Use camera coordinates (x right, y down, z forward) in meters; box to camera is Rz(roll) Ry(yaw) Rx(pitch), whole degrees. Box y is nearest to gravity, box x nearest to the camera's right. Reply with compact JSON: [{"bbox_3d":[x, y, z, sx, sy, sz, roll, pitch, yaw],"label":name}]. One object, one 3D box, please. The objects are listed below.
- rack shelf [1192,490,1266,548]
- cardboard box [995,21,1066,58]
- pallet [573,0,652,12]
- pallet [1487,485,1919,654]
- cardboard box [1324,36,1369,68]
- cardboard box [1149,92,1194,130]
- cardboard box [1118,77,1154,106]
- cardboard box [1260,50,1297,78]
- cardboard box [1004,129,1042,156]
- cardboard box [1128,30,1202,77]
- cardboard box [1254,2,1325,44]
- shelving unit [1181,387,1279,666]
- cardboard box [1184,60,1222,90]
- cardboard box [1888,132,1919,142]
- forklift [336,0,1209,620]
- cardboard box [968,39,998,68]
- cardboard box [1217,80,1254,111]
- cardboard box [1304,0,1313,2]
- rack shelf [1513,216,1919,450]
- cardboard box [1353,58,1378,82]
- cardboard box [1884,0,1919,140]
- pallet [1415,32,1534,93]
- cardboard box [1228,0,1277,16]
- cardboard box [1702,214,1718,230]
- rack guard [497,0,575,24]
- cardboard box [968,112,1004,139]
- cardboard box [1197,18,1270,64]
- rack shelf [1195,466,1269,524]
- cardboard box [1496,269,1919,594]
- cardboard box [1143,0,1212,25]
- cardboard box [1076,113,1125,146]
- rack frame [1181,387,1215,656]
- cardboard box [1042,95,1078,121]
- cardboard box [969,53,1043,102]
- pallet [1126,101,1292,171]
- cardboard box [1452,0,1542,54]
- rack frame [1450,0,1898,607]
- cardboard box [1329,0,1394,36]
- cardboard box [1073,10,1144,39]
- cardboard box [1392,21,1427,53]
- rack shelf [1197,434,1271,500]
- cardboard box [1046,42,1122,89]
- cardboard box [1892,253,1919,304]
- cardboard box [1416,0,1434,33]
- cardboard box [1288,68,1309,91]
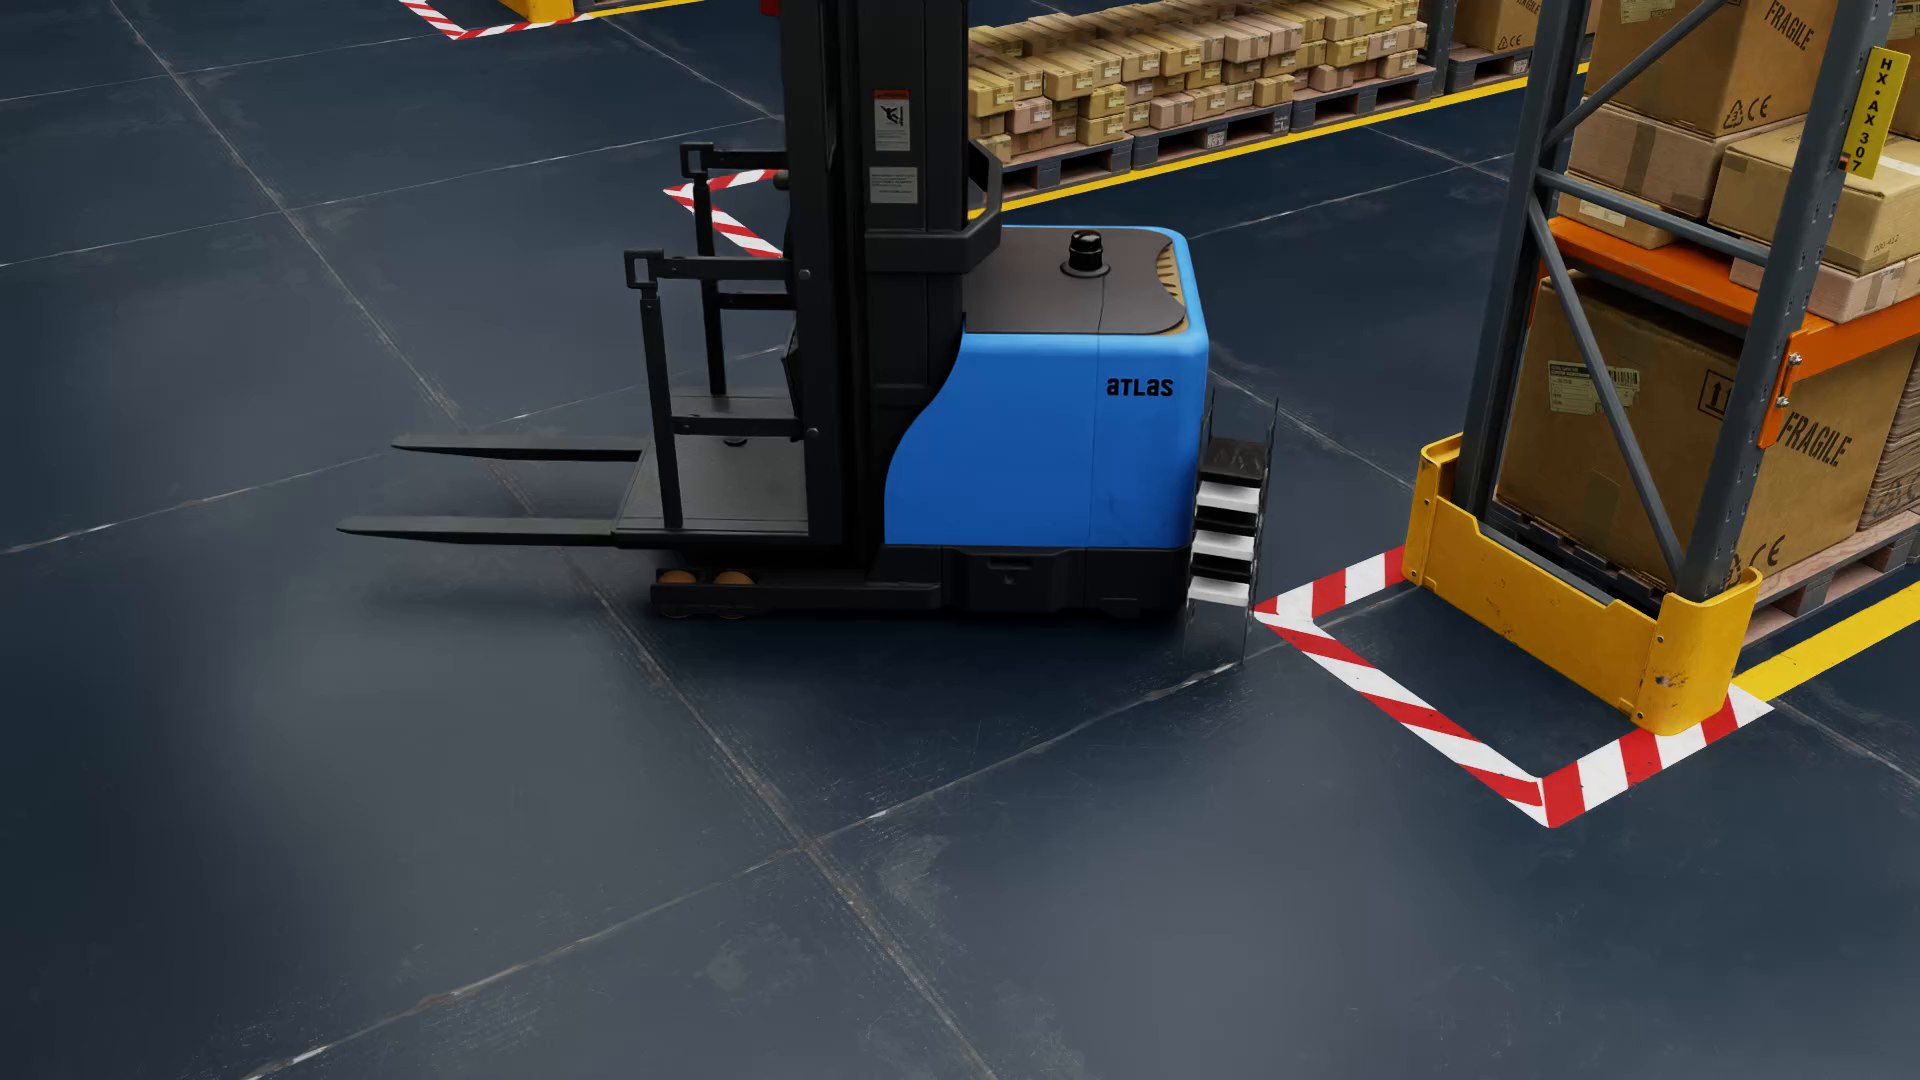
[{"bbox_3d":[0.882,-0.084,5.433,0.200,0.077,0.258,9,33,14],"label":"rack shelf"},{"bbox_3d":[0.413,-2.921,9.790,0.250,0.149,0.380,-21,38,-29],"label":"cardboard box"},{"bbox_3d":[-2.675,-4.483,13.159,1.213,0.211,1.003,-19,37,-27],"label":"pallet"},{"bbox_3d":[2.694,-0.039,6.114,1.213,0.211,1.003,-19,37,-27],"label":"pallet"},{"bbox_3d":[2.295,-3.057,10.284,0.250,0.149,0.380,-20,38,-29],"label":"cardboard box"},{"bbox_3d":[1.150,-2.547,9.754,0.250,0.149,0.380,-21,38,-30],"label":"cardboard box"},{"bbox_3d":[0.906,-2.649,9.637,0.250,0.149,0.380,-21,38,-29],"label":"cardboard box"},{"bbox_3d":[1.828,-2.946,10.108,0.250,0.149,0.380,-18,36,-26],"label":"cardboard box"},{"bbox_3d":[0.251,-2.298,9.359,0.250,0.149,0.380,-19,37,-27],"label":"cardboard box"},{"bbox_3d":[1.182,-2.817,9.626,0.250,0.149,0.380,-18,37,-27],"label":"cardboard box"},{"bbox_3d":[2.007,-3.159,10.167,0.250,0.149,0.380,-18,36,-26],"label":"cardboard box"},{"bbox_3d":[0.882,-0.036,5.464,0.210,0.900,0.258,9,33,14],"label":"shelving unit"},{"bbox_3d":[1.344,-2.819,9.907,0.250,0.149,0.380,-17,36,-25],"label":"cardboard box"},{"bbox_3d":[3.047,-1.185,5.179,0.500,0.250,0.500,-19,37,-28],"label":"cardboard box"},{"bbox_3d":[-0.692,-1.243,5.474,3.031,2.935,1.130,1,32,2],"label":"forklift"},{"bbox_3d":[0.012,-2.743,9.507,0.250,0.149,0.380,-18,37,-26],"label":"cardboard box"},{"bbox_3d":[1.553,-2.723,10.034,0.250,0.149,0.380,-18,37,-26],"label":"cardboard box"},{"bbox_3d":[2.159,-3.526,10.748,0.250,0.149,0.380,-17,36,-25],"label":"cardboard box"},{"bbox_3d":[3.745,-1.226,6.056,4.000,0.370,1.077,-19,37,-27],"label":"rack shelf"},{"bbox_3d":[2.415,-3.030,10.520,0.250,0.149,0.380,-18,36,-26],"label":"cardboard box"},{"bbox_3d":[3.034,-1.494,4.966,0.500,0.500,0.500,-20,37,-28],"label":"cardboard box"},{"bbox_3d":[3.478,-3.408,11.455,1.213,0.211,1.003,-19,37,-27],"label":"pallet"},{"bbox_3d":[1.766,-3.345,10.462,0.250,0.149,0.380,-20,37,-28],"label":"cardboard box"},{"bbox_3d":[2.403,-1.172,5.532,0.250,0.149,0.380,-19,37,-27],"label":"cardboard box"},{"bbox_3d":[-3.325,-4.332,12.649,0.348,0.500,1.175,-19,37,-27],"label":"rack guard"},{"bbox_3d":[0.041,-2.340,9.147,0.250,0.149,0.380,-17,36,-25],"label":"cardboard box"},{"bbox_3d":[1.610,-2.956,9.845,0.250,0.149,0.380,-20,38,-29],"label":"cardboard box"},{"bbox_3d":[0.882,-0.160,5.385,0.200,0.077,0.258,9,33,14],"label":"rack shelf"},{"bbox_3d":[2.559,-0.452,5.753,0.875,0.875,0.875,-19,37,-27],"label":"cardboard box"},{"bbox_3d":[1.323,-3.192,10.220,0.250,0.149,0.380,-21,38,-29],"label":"cardboard box"},{"bbox_3d":[0.731,-2.397,9.517,0.250,0.149,0.380,-18,37,-27],"label":"cardboard box"},{"bbox_3d":[0.785,-0.051,5.488,0.006,0.900,0.240,9,33,14],"label":"rack frame"},{"bbox_3d":[0.460,-2.504,9.407,0.250,0.149,0.380,-18,37,-27],"label":"cardboard box"},{"bbox_3d":[0.253,-2.562,9.220,0.250,0.149,0.380,-18,37,-26],"label":"cardboard box"},{"bbox_3d":[1.252,-2.618,10.202,1.213,0.211,1.003,-19,37,-27],"label":"pallet"},{"bbox_3d":[3.589,-3.577,11.058,0.500,0.500,0.500,-17,36,-25],"label":"cardboard box"},{"bbox_3d":[2.064,-0.952,4.948,0.127,3.000,1.000,-19,37,-27],"label":"rack frame"},{"bbox_3d":[2.473,-3.274,10.350,0.250,0.149,0.380,-18,37,-27],"label":"cardboard box"},{"bbox_3d":[0.890,-3.050,9.994,0.250,0.149,0.380,-20,38,-29],"label":"cardboard box"},{"bbox_3d":[2.731,-3.226,10.552,0.250,0.149,0.380,-18,37,-26],"label":"cardboard box"},{"bbox_3d":[0.882,-0.236,5.337,0.200,0.077,0.258,9,33,14],"label":"rack shelf"},{"bbox_3d":[0.698,-2.686,9.417,0.250,0.149,0.380,-21,38,-30],"label":"cardboard box"},{"bbox_3d":[2.756,-0.875,5.062,0.250,0.149,0.380,-20,37,-28],"label":"cardboard box"},{"bbox_3d":[3.310,-3.809,11.426,0.500,0.500,0.500,-20,37,-28],"label":"cardboard box"},{"bbox_3d":[1.941,-2.903,10.319,0.250,0.149,0.380,-20,37,-28],"label":"cardboard box"}]
